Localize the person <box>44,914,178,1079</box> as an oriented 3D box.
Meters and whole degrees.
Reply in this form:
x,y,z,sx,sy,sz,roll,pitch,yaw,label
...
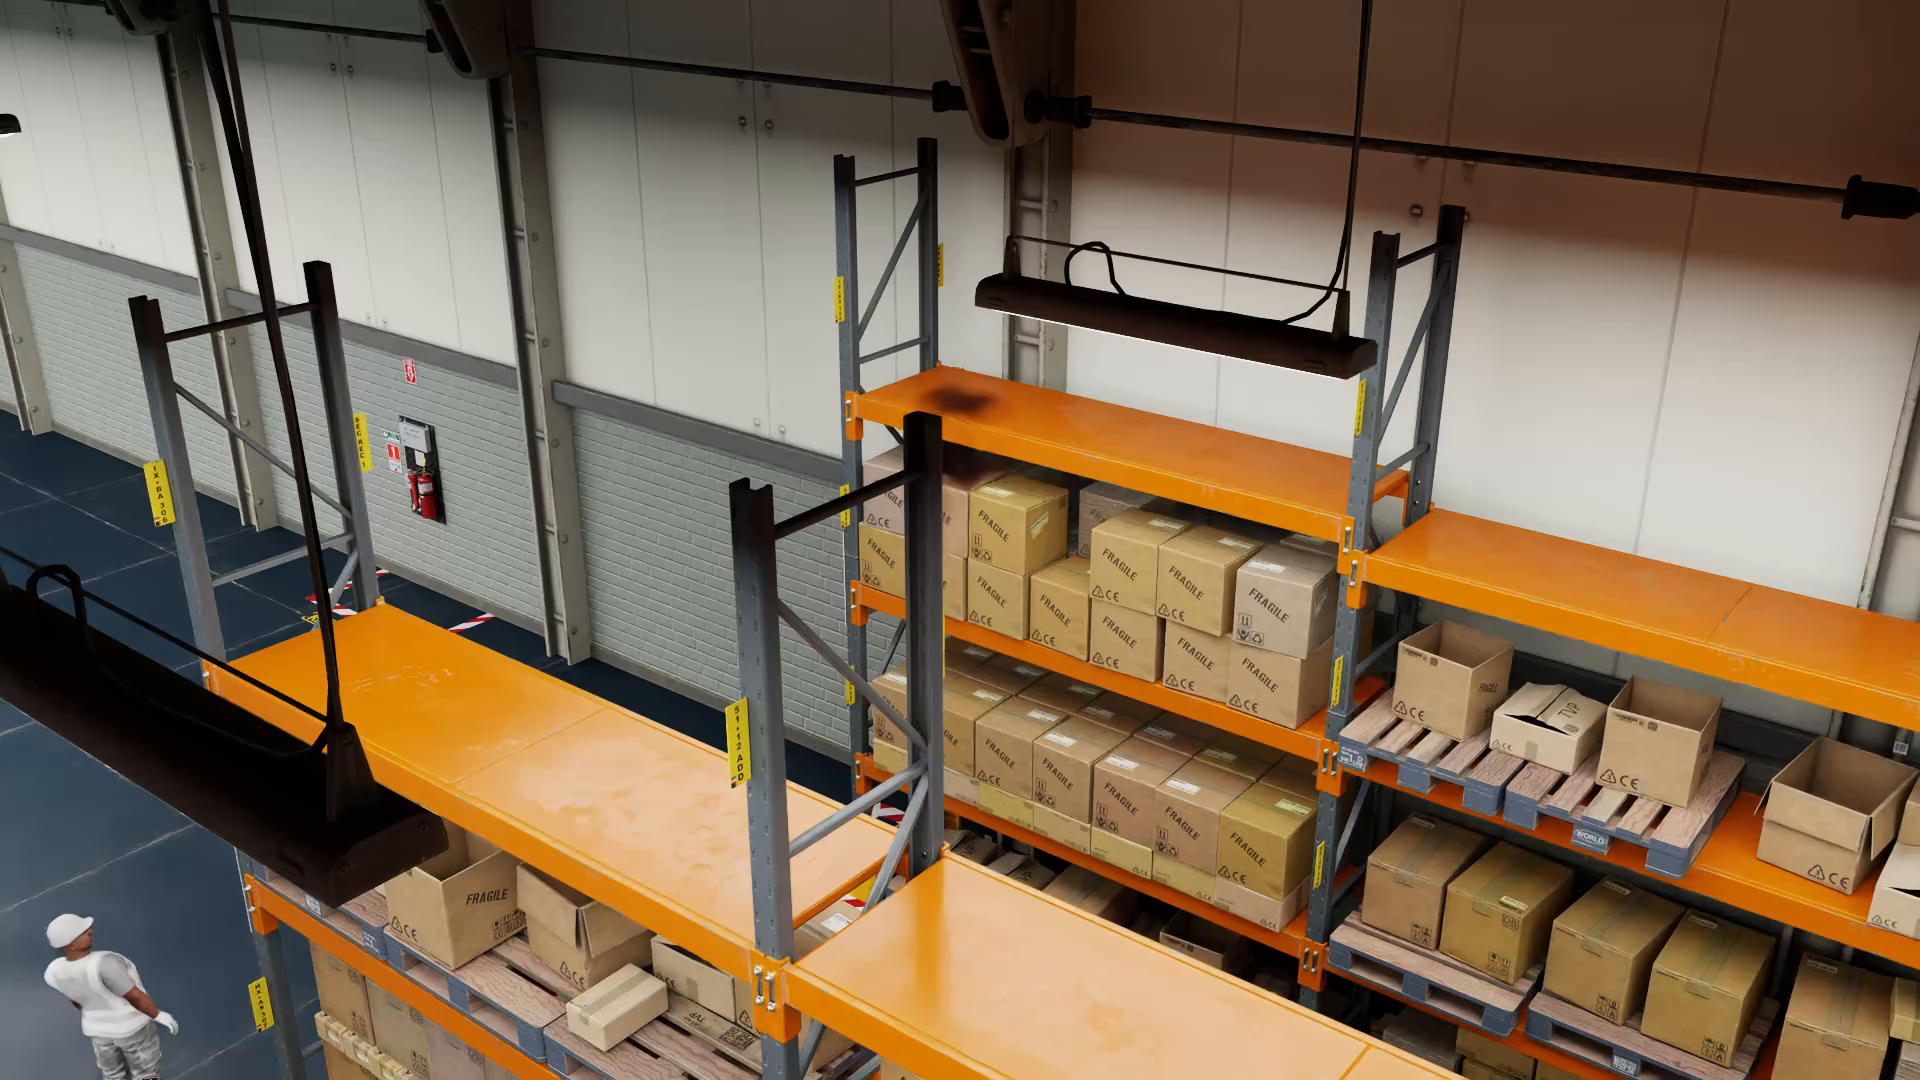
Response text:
x,y,z,sx,sy,sz,roll,pitch,yaw,label
-5.442,3.147,10.822,0.695,1.769,0.467,2,23,6,person
